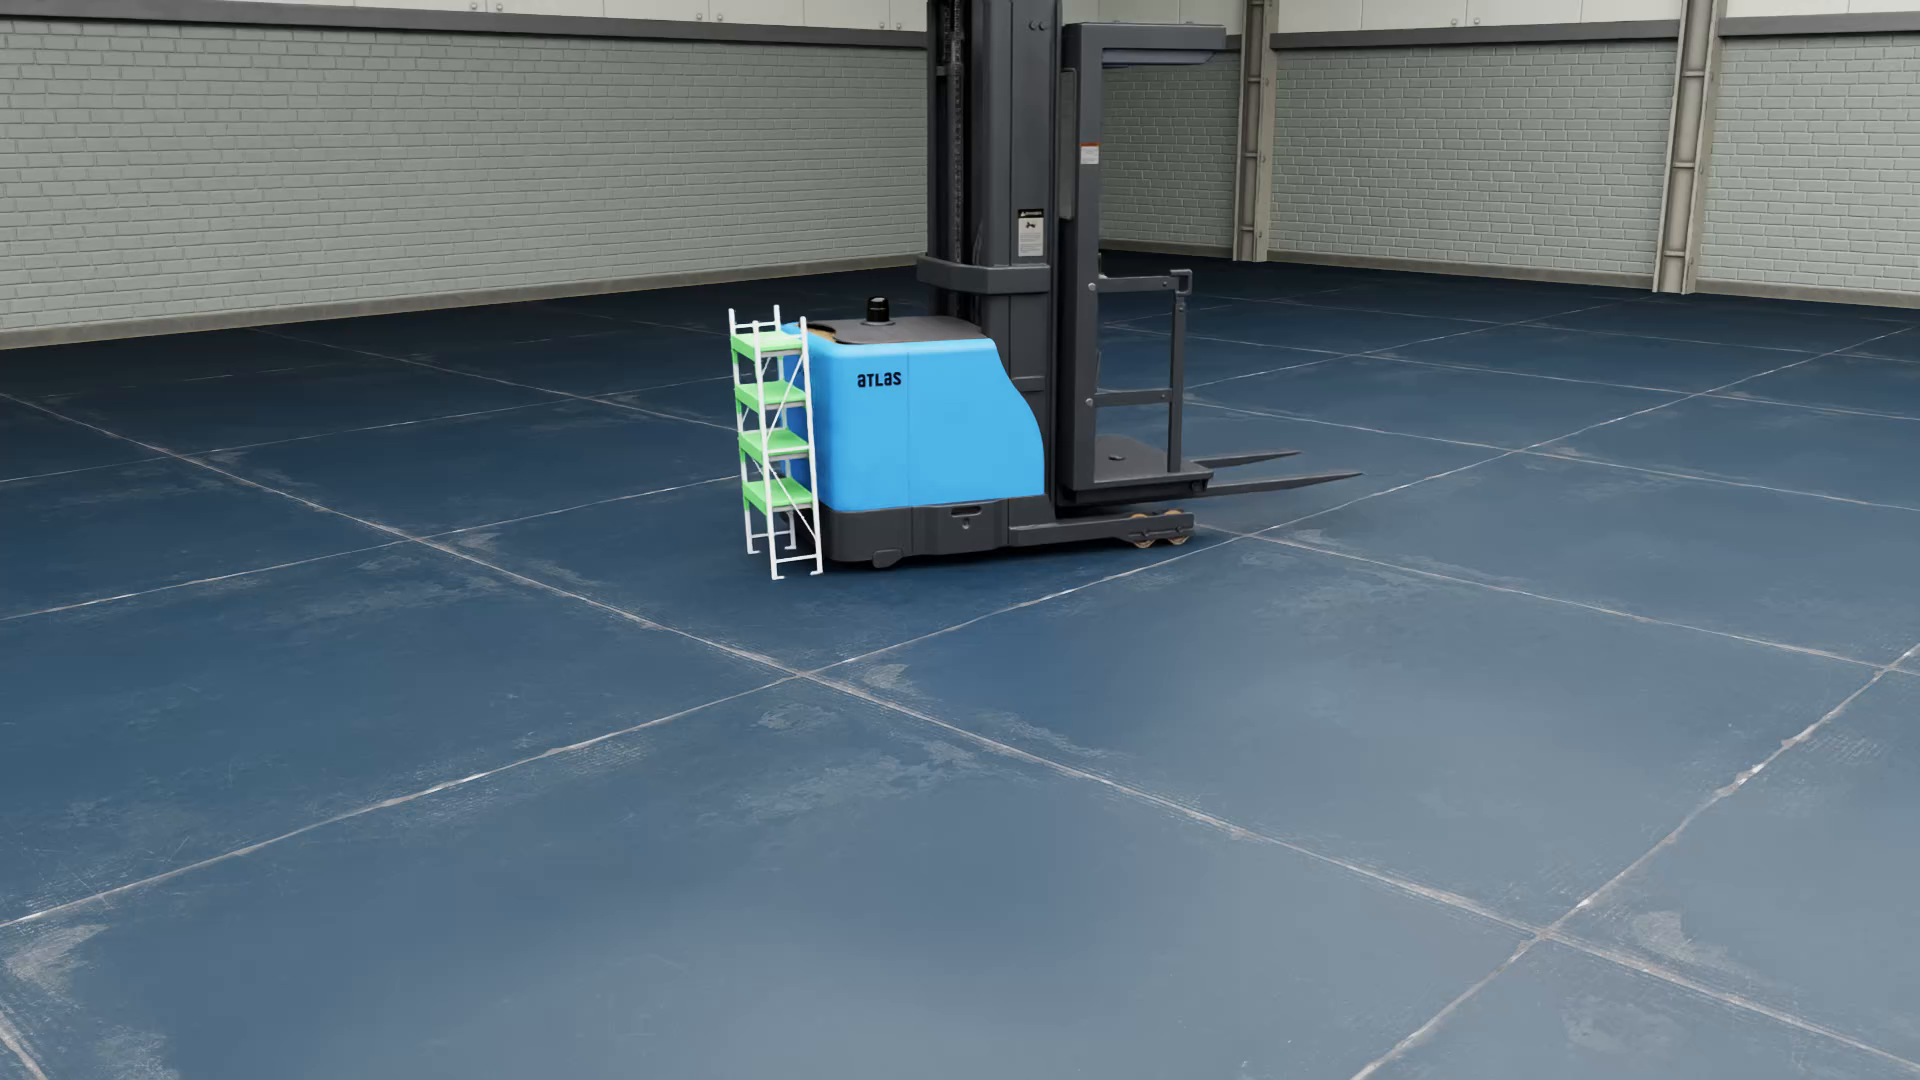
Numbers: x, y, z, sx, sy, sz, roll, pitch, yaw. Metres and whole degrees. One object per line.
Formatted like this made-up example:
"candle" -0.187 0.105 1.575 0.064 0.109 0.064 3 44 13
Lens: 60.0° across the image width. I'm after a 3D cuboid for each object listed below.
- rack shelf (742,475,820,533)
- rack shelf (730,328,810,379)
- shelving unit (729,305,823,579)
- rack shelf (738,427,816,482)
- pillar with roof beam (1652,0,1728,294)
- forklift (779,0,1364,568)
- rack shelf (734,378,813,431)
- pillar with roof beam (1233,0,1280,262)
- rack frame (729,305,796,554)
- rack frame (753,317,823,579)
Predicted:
"rack shelf" -0.856 -0.177 7.912 0.258 0.148 0.480 -8 16 -19
"rack shelf" -0.887 -0.870 7.720 0.258 0.148 0.480 -8 16 -19
"shelving unit" -0.869 -0.469 7.831 0.258 1.200 0.503 -8 16 -19
"rack shelf" -0.866 -0.408 7.848 0.258 0.148 0.480 -8 16 -19
"pillar with roof beam" 5.474 -6.514 15.583 0.400 9.000 9.100 14 20 42
"forklift" 0.639 -1.500 8.376 3.031 2.935 1.130 -6 16 -21
"rack shelf" -0.876 -0.639 7.784 0.258 0.148 0.480 -8 16 -19
"pillar with roof beam" 1.154 -7.564 19.613 0.400 9.000 9.100 14 20 42
"rack frame" -0.953 -0.527 8.053 0.240 1.200 0.015 -8 16 -19
"rack frame" -0.785 -0.412 7.609 0.240 1.200 0.015 -8 16 -19
